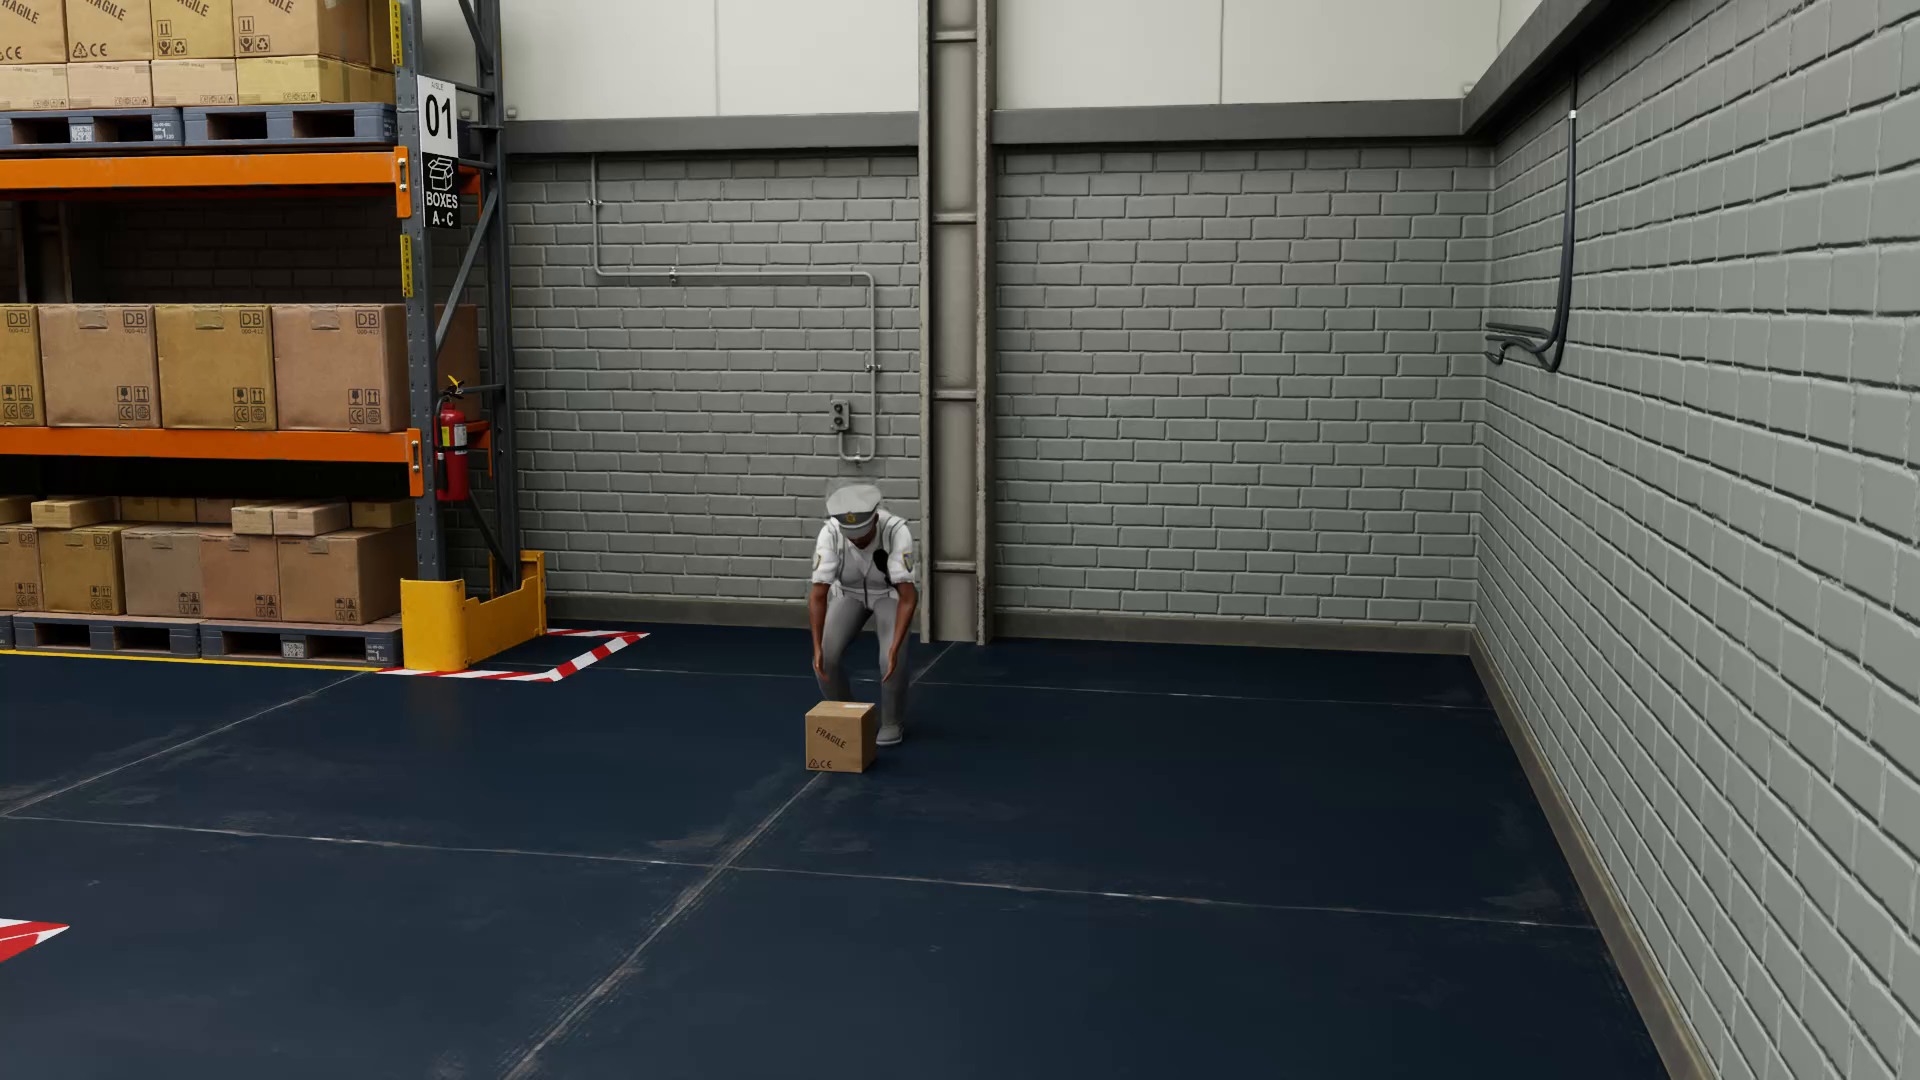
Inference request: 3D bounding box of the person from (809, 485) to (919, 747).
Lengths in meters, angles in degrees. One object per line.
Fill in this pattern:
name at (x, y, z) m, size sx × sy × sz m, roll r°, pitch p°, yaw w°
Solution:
person at (-0.416, 0.333, 7.584) m, size 0.500 × 1.217 × 0.792 m, roll 2°, pitch 8°, yaw 11°
